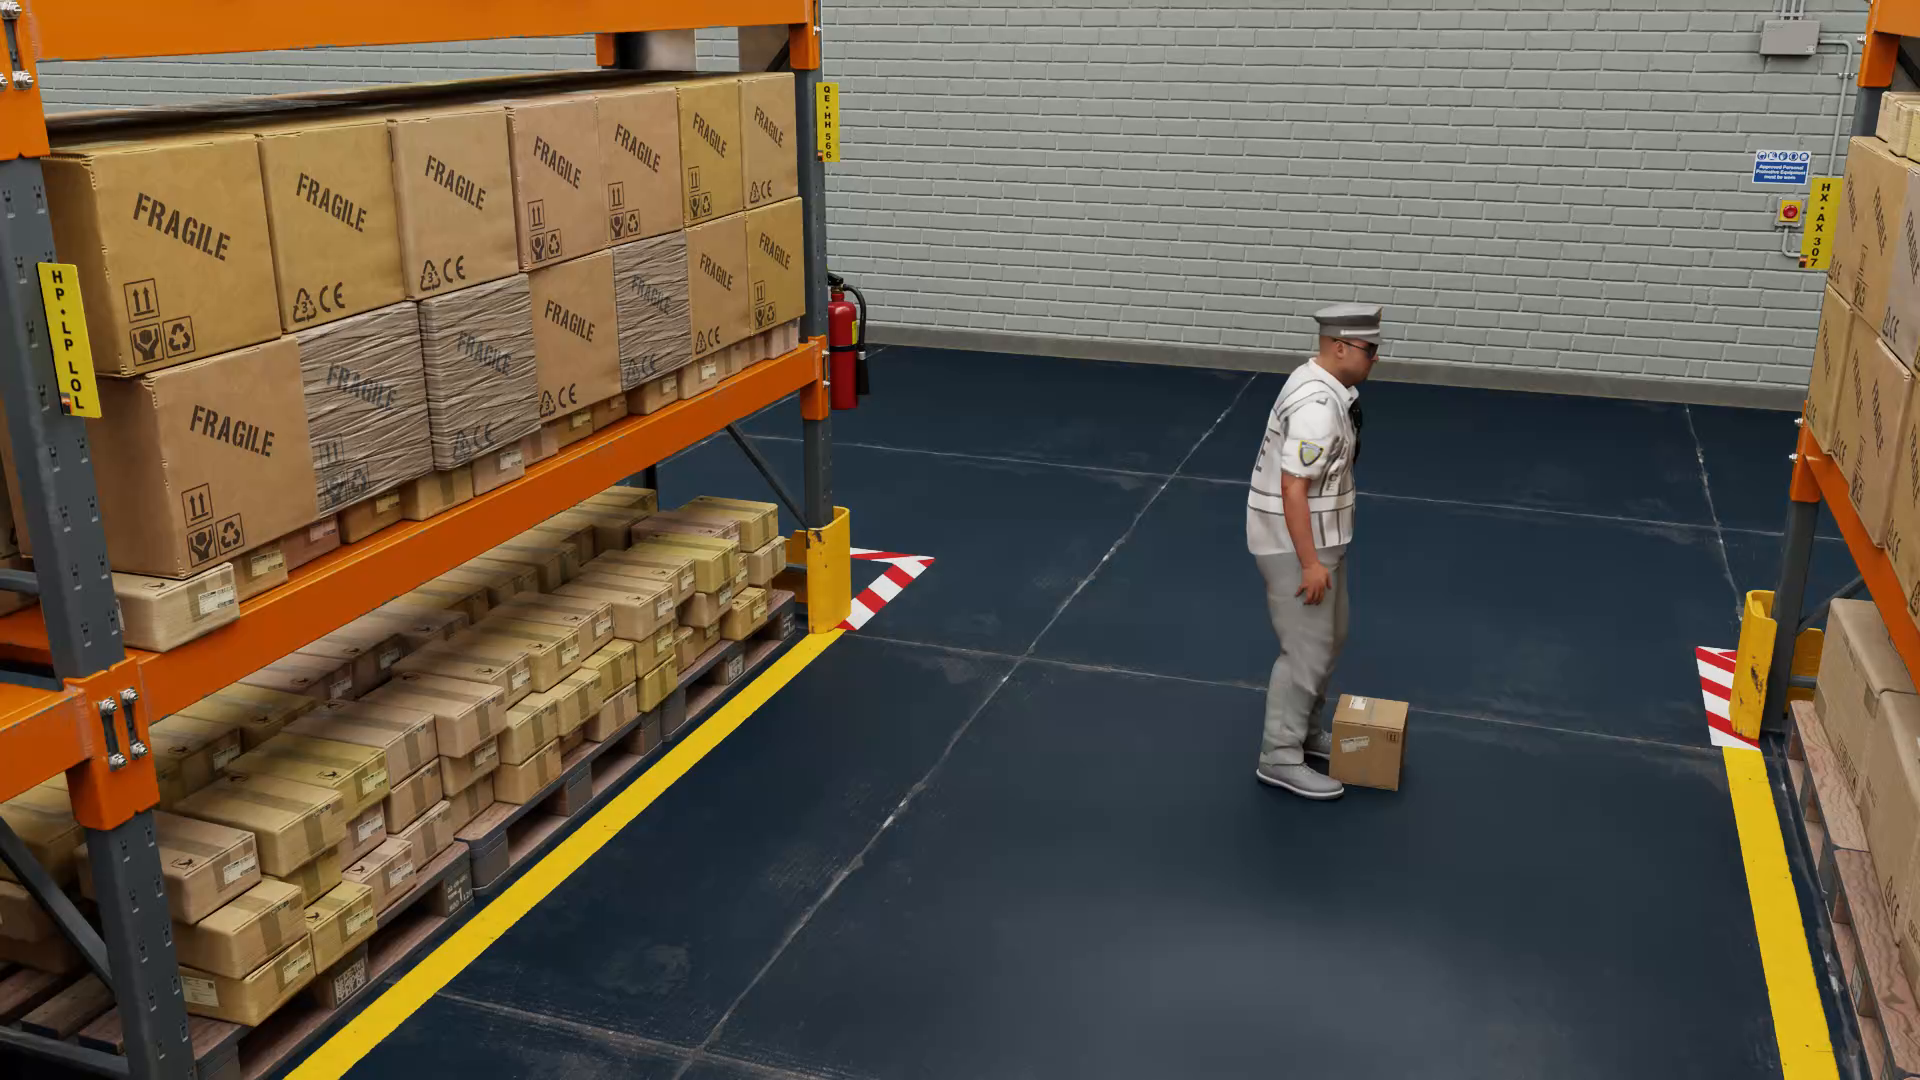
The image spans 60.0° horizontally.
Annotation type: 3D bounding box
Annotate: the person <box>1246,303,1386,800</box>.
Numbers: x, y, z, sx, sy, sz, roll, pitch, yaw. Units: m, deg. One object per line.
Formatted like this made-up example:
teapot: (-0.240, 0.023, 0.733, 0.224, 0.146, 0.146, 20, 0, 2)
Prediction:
person: (1.273, 0.013, 6.008, 0.465, 1.748, 0.584, 6, 20, 18)
